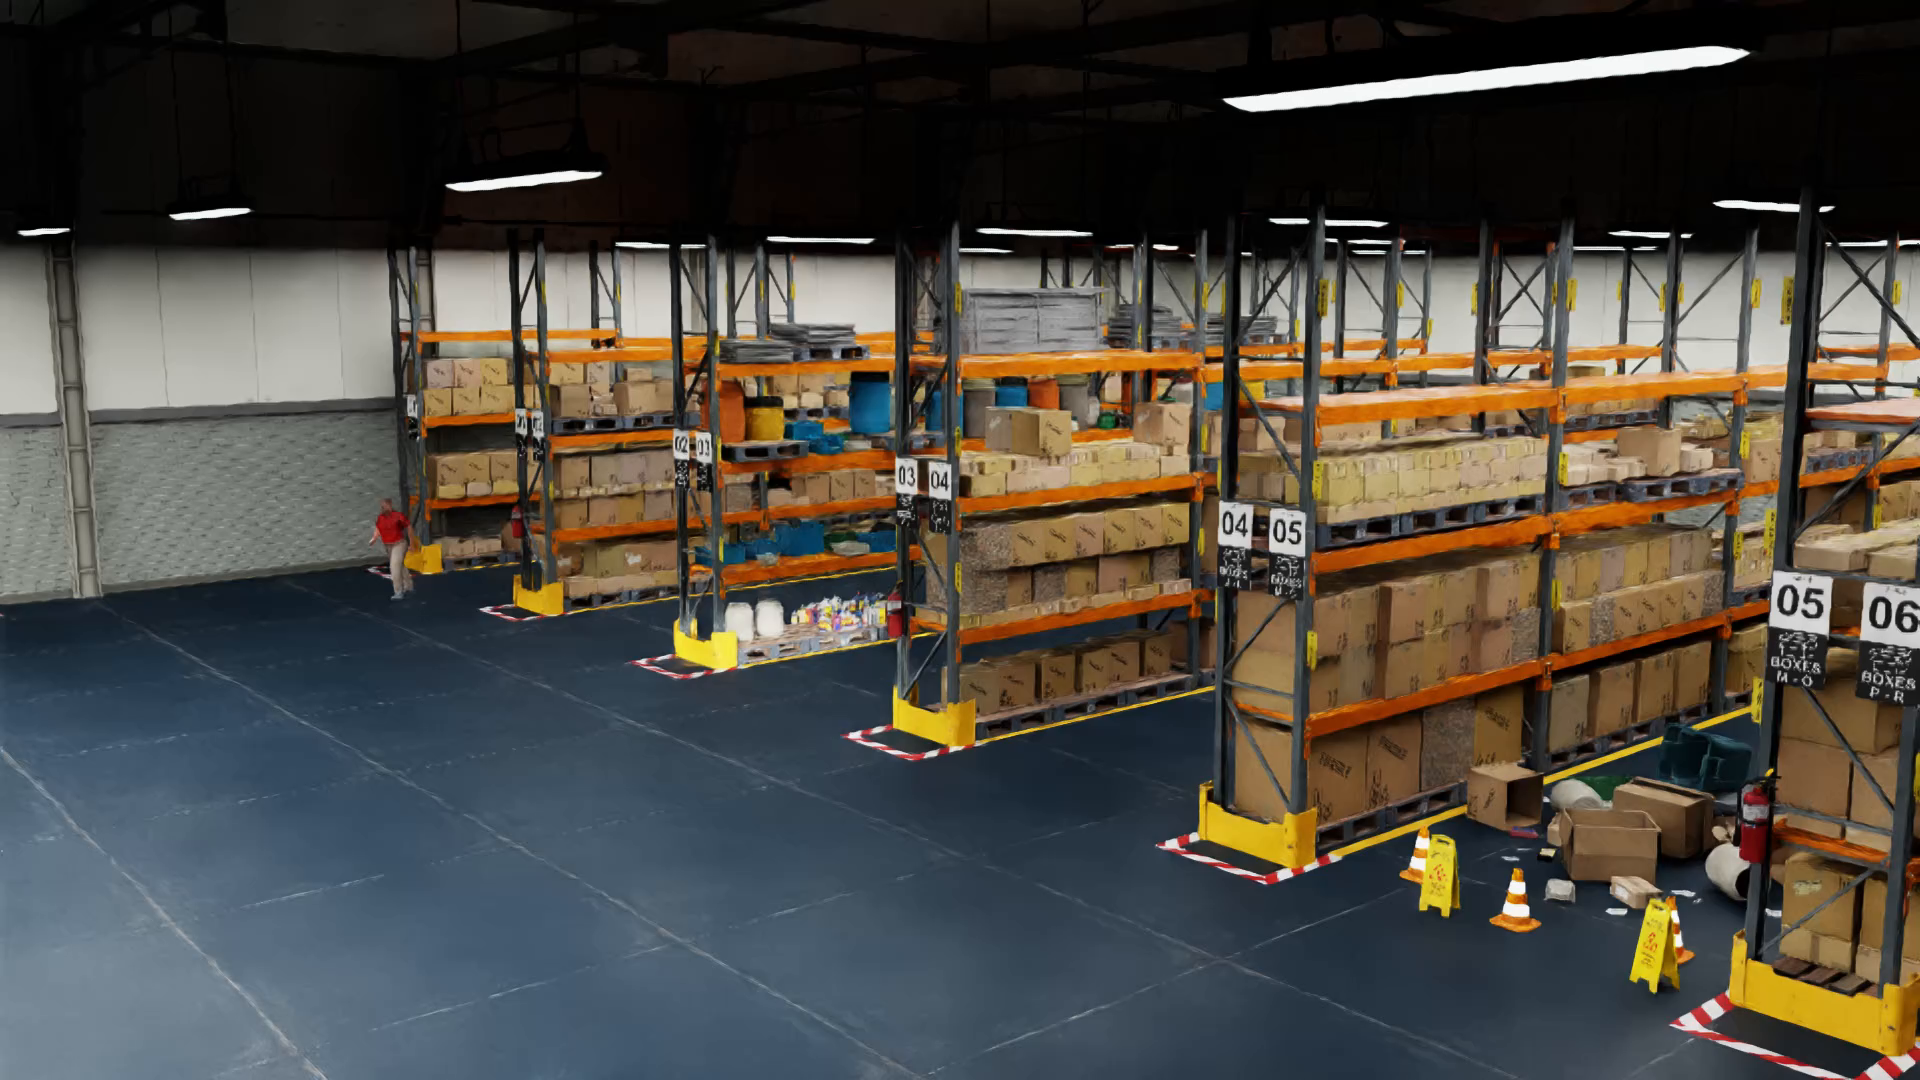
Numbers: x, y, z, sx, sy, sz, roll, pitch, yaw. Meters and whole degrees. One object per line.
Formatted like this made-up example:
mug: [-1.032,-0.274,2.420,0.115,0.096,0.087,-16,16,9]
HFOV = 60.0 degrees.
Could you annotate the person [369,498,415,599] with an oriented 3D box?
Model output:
person: [-9.343,0.107,27.580,0.700,1.658,0.863,6,10,32]

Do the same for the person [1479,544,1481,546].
person: [7.149,0.822,23.025,0.534,1.671,0.677,-8,12,-41]
